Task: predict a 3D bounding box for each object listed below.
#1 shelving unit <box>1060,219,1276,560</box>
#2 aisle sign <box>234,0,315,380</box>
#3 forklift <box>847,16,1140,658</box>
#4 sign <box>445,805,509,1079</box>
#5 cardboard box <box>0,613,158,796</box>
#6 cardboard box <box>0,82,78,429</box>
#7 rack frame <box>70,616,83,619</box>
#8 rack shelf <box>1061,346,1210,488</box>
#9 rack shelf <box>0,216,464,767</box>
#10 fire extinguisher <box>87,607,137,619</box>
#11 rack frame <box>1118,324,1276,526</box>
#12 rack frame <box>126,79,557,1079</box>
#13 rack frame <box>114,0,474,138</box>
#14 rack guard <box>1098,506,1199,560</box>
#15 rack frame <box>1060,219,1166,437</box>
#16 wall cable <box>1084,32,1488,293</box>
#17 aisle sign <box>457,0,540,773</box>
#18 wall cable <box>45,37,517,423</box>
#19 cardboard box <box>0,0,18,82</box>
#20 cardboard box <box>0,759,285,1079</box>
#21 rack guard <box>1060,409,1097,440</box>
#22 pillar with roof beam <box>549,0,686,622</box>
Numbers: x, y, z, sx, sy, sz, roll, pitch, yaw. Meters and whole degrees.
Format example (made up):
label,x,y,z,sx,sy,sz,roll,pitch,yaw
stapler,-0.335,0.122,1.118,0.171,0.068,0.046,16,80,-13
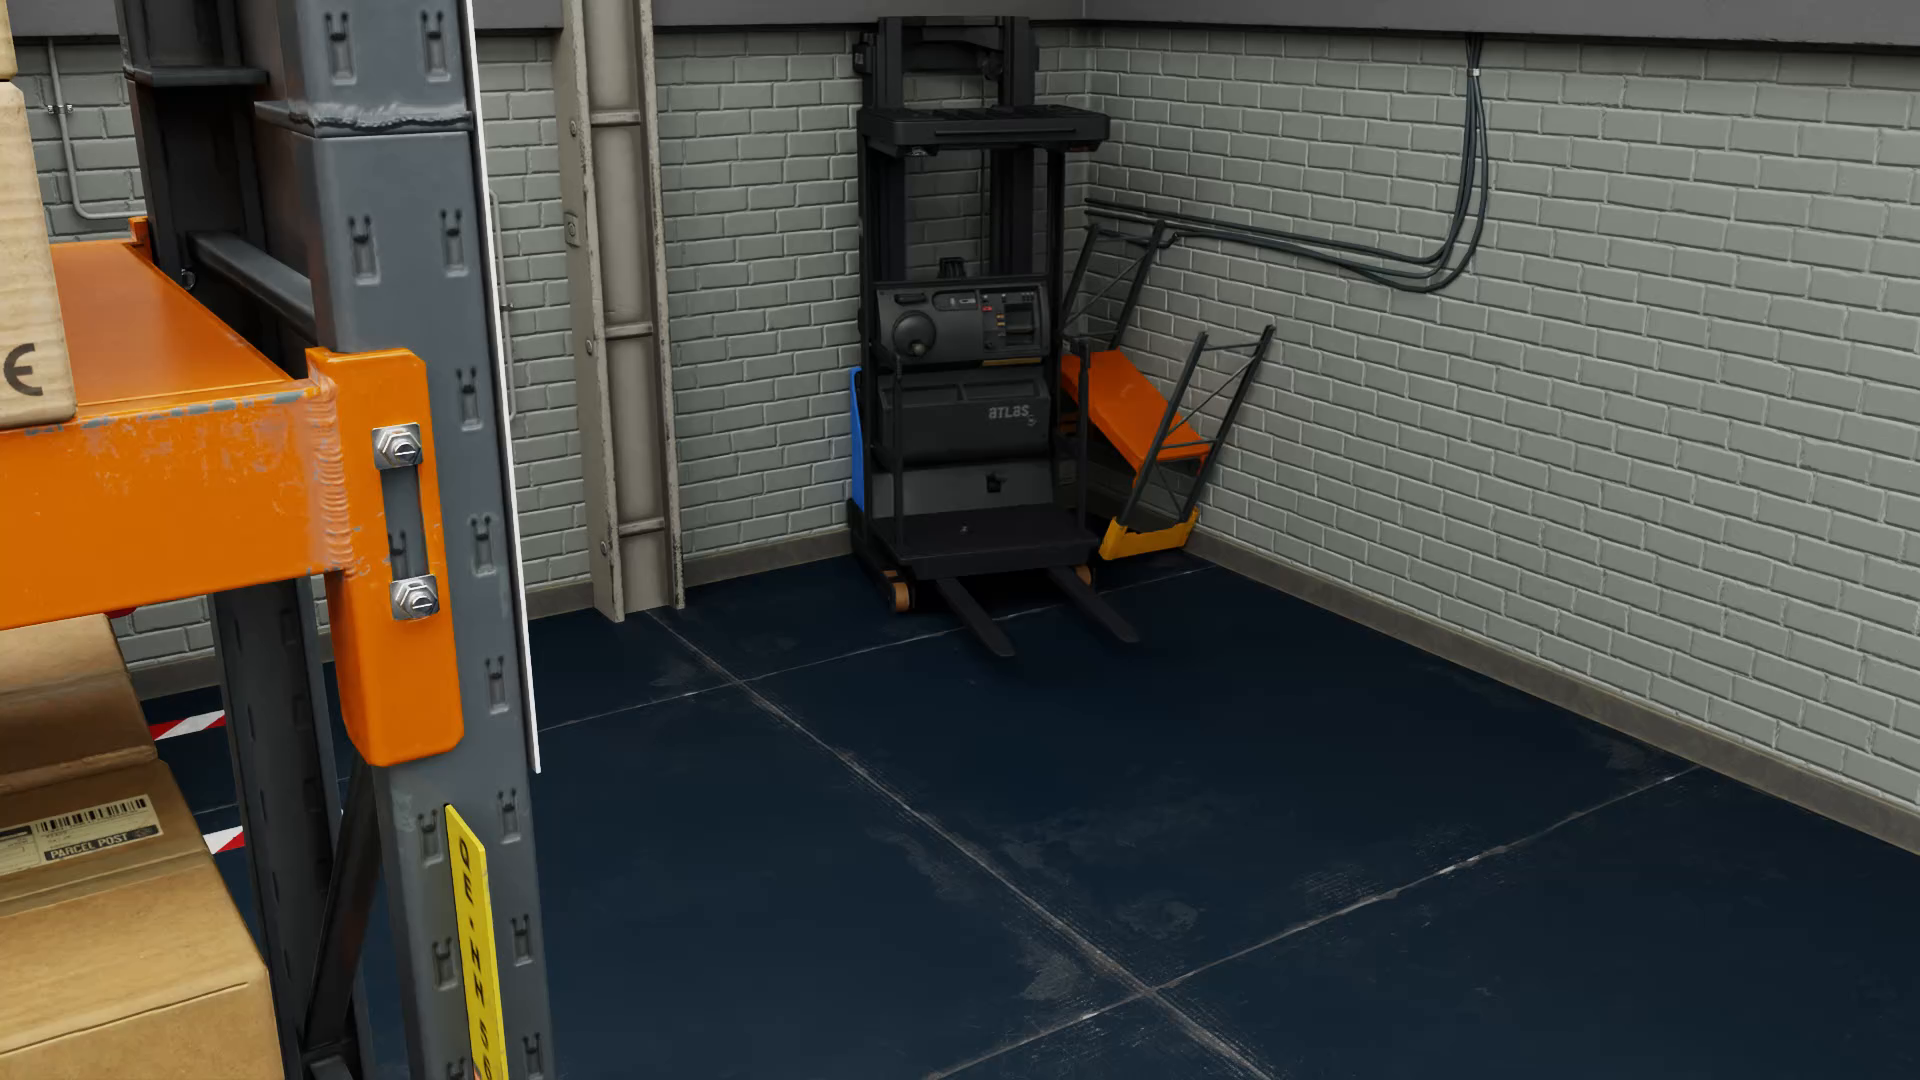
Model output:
label,x,y,z,sx,sy,sz,roll,pitch,yaw
shelving unit,0.982,-0.837,9.238,0.587,1.500,1.083,-10,46,-32
aisle sign,-0.838,-0.365,2.082,0.004,0.787,0.394,-12,22,-31
forklift,0.085,-1.148,8.563,1.130,2.935,3.031,-5,19,-15
sign,-0.445,0.411,1.545,0.005,0.325,0.100,-12,22,-31
cardboard box,-1.249,0.444,2.032,0.500,0.500,0.500,-11,22,-30
cardboard box,-1.018,-0.232,1.298,0.500,0.250,0.500,-12,22,-31
rack frame,-3.461,-0.367,6.148,0.127,3.000,1.000,-12,22,-31
rack shelf,0.931,-0.708,9.354,0.538,0.185,1.000,-10,46,-32
rack shelf,-2.404,0.229,0.823,4.000,0.370,1.077,-12,22,-31
fire extinguisher,-3.081,-0.057,5.933,0.183,0.674,0.296,-12,22,-31
rack frame,1.224,-0.513,8.945,0.500,1.500,0.032,-10,46,-32
rack frame,-0.734,0.957,2.231,0.127,3.000,1.000,-12,22,-31
rack frame,-0.734,-1.885,1.270,0.127,3.000,1.000,-12,22,-31
rack guard,1.061,-0.047,9.328,0.587,0.250,0.087,-10,46,-32
rack frame,0.732,-1.172,9.542,0.500,1.500,0.032,-10,46,-32
wall cable,1.459,-2.639,8.348,0.112,2.526,3.097,-12,22,-31
aisle sign,-0.508,-0.205,1.607,0.004,0.787,0.394,-12,22,-31
wall cable,-2.912,-1.327,7.401,1.851,1.984,0.084,-12,22,-31
cardboard box,-1.022,-0.471,1.225,0.500,0.250,0.500,-12,22,-31
cardboard box,-0.954,0.588,1.605,0.500,0.500,0.500,-12,22,-32
rack guard,0.579,-0.693,9.913,0.587,0.250,0.087,-10,46,-32
pillar with roof beam,0.686,-2.765,3.872,0.400,9.000,9.100,-12,22,-31
